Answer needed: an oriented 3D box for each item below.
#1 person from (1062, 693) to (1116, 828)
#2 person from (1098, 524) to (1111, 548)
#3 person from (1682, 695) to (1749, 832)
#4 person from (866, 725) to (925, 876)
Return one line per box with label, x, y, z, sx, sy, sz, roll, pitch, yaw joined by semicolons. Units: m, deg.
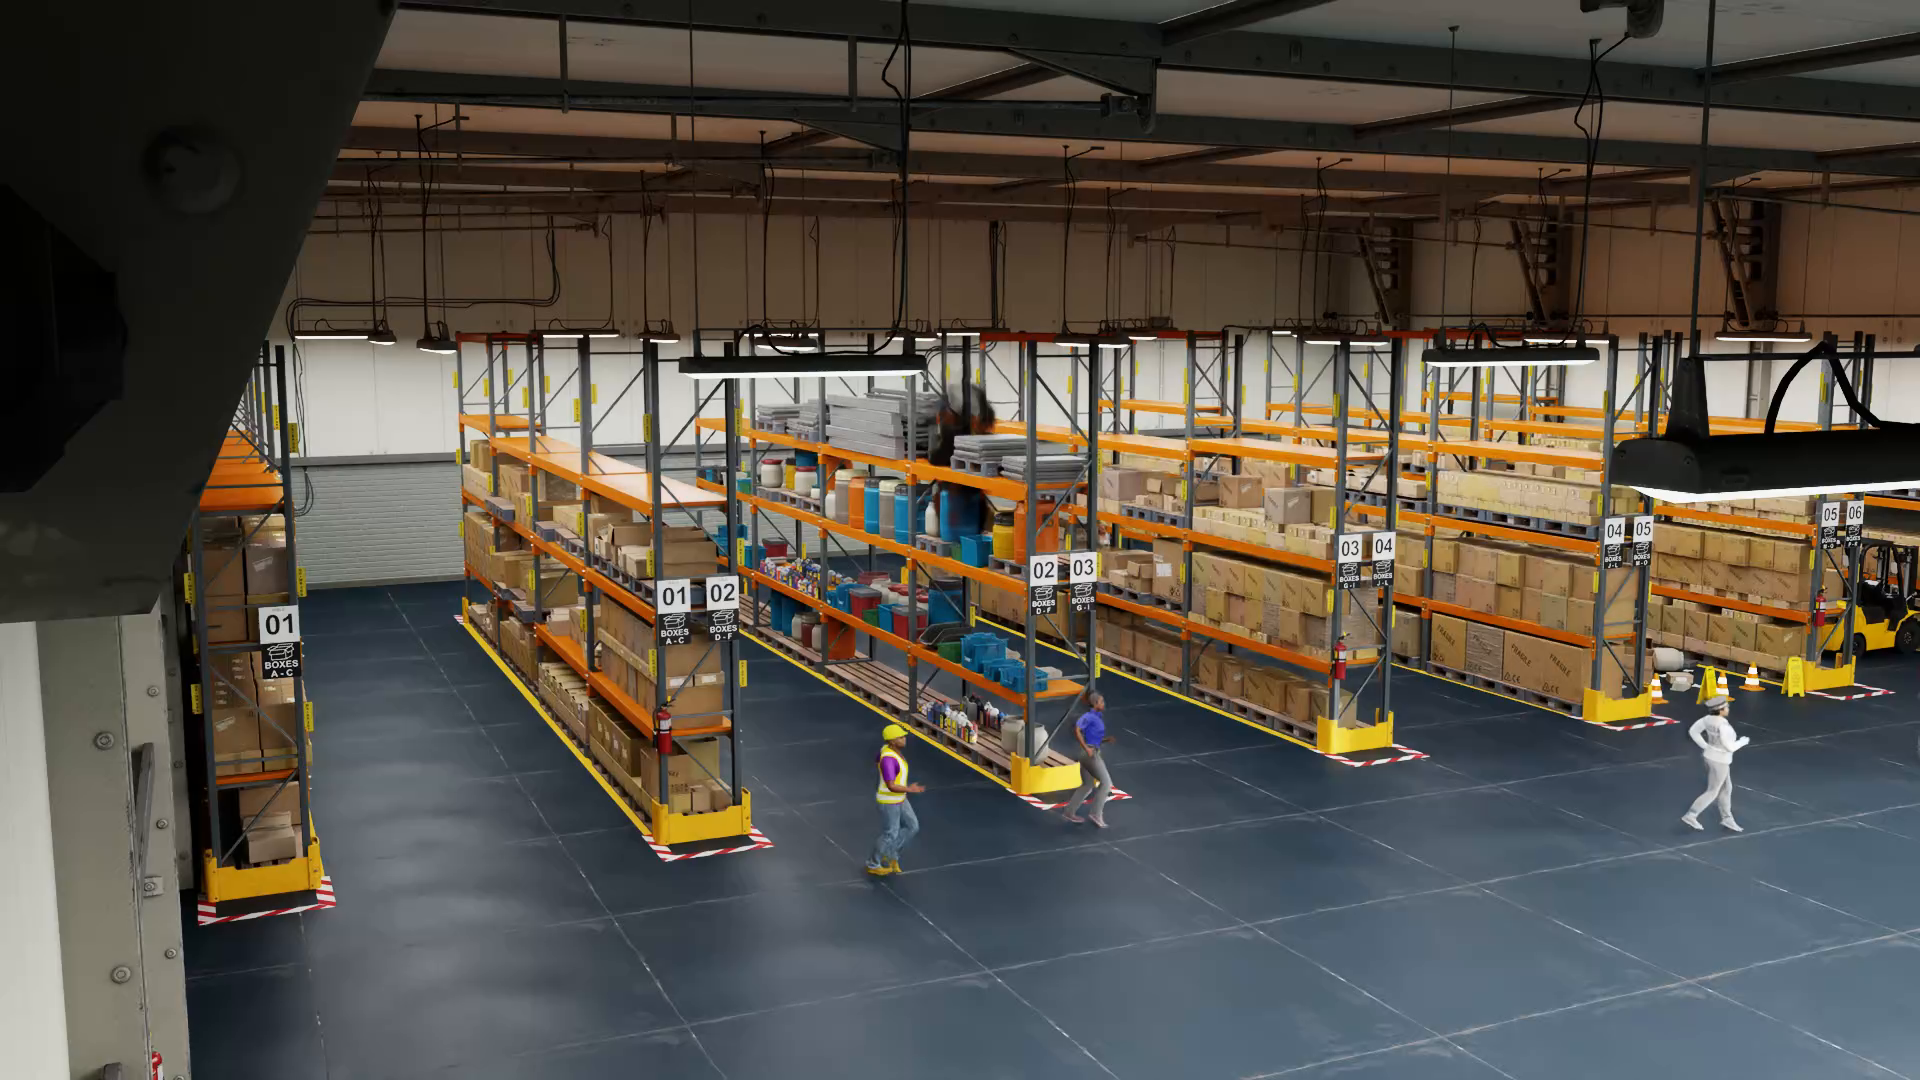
person;1.628;2.751;20.886;0.654;1.647;0.644;1;8;7
person;3.213;0.430;37.952;0.551;1.610;0.886;-3;8;-22
person;9.252;2.745;20.344;0.785;1.730;0.600;0;8;3
person;-0.721;2.956;18.780;0.696;1.792;0.730;1;8;7
